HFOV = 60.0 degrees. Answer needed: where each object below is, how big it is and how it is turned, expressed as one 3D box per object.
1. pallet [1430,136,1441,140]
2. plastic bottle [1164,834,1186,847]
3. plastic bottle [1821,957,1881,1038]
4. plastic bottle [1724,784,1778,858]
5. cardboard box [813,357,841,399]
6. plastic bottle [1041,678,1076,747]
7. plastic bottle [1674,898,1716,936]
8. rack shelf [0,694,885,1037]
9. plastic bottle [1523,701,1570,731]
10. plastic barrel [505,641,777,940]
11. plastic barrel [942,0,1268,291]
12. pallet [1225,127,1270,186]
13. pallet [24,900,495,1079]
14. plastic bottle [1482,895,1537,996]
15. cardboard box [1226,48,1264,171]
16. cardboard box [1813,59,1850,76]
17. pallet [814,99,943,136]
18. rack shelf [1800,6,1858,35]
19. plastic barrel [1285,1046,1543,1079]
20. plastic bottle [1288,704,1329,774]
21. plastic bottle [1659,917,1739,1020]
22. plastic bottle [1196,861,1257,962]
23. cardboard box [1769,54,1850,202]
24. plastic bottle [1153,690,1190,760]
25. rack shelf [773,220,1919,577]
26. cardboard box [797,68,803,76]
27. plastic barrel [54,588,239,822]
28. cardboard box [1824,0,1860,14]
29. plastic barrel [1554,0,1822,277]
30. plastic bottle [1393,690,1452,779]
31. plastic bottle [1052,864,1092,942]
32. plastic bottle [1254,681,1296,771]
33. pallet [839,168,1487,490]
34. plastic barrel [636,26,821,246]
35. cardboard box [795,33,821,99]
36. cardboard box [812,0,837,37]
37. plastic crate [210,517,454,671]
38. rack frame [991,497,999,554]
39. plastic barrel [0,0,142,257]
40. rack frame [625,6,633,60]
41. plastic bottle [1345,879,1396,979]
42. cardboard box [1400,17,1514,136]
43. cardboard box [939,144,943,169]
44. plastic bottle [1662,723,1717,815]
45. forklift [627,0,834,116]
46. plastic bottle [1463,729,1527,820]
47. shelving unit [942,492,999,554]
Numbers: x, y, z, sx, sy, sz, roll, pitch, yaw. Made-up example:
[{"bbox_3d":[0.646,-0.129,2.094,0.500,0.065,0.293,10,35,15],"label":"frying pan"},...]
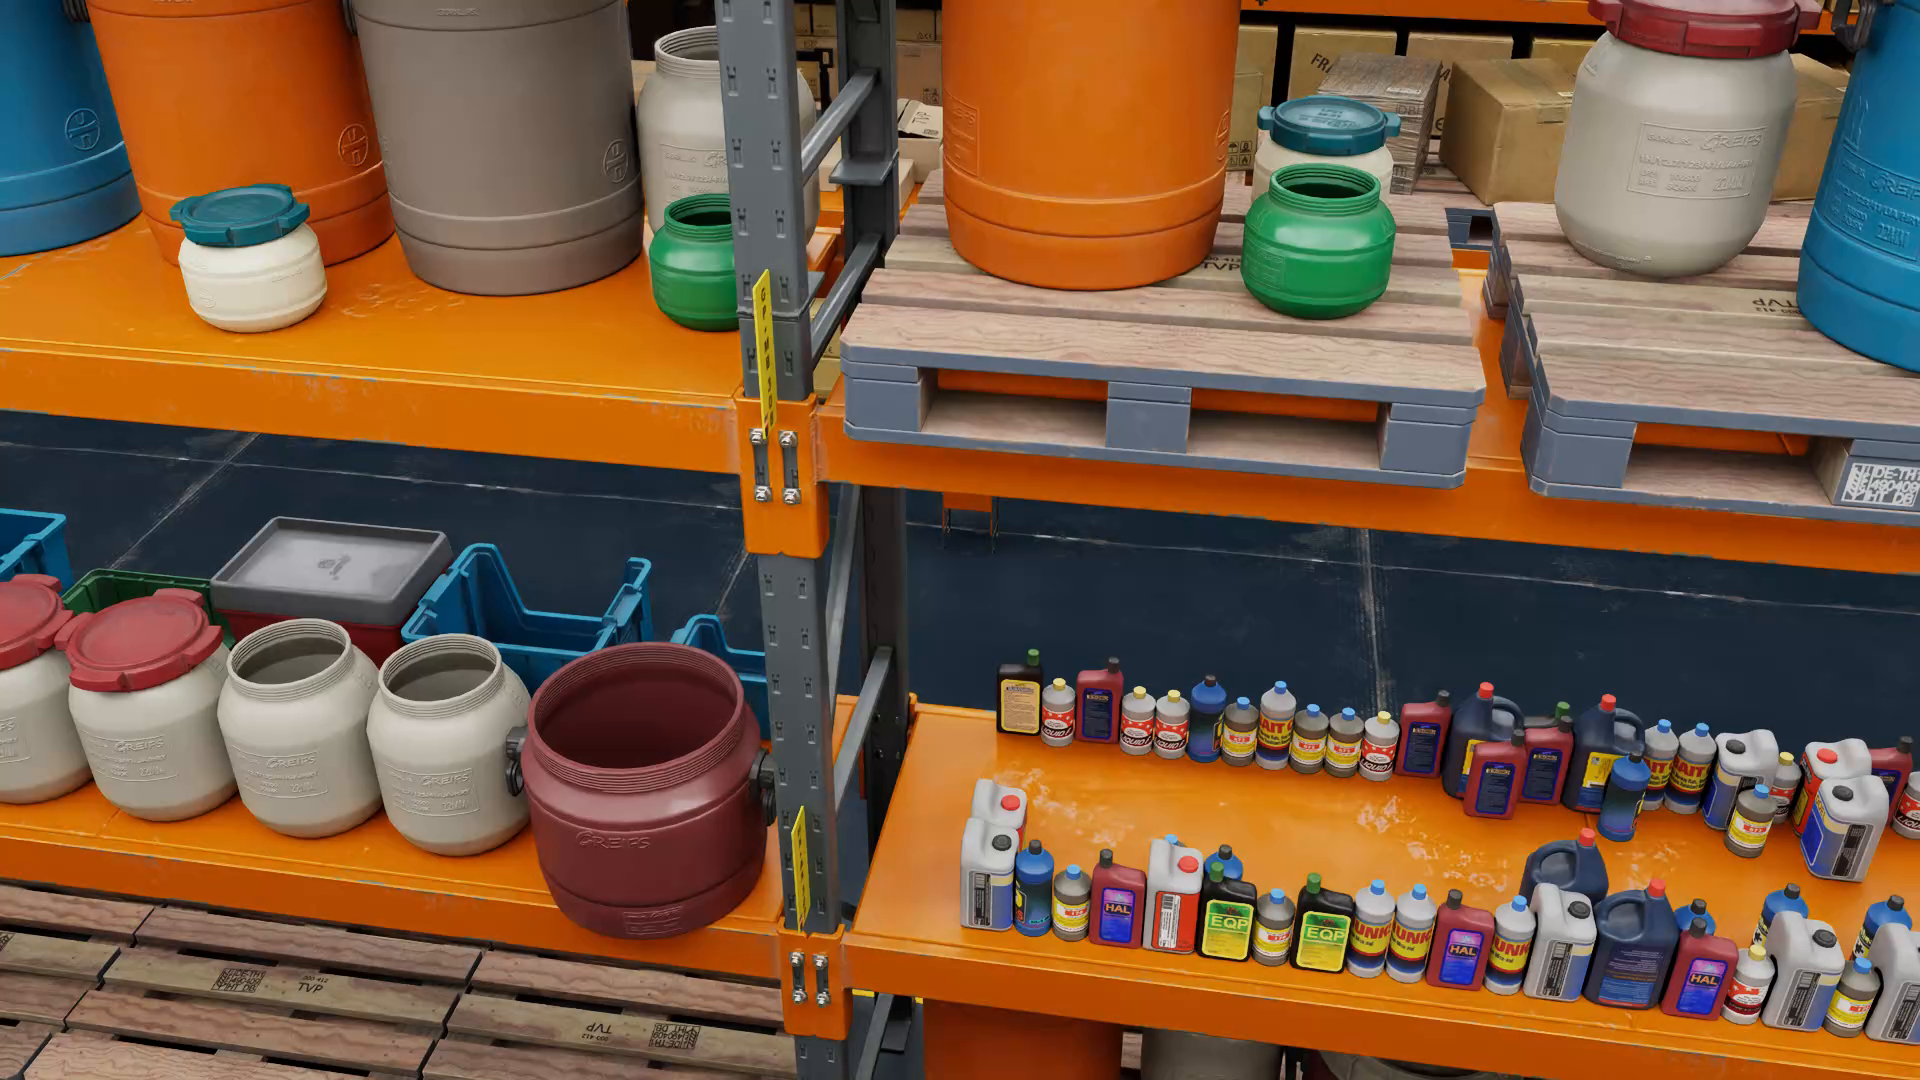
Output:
[{"bbox_3d":[3.334,-3.204,13.170,1.213,0.211,1.003,5,32,8],"label":"pallet"},{"bbox_3d":[0.535,0.842,4.265,0.097,0.201,0.097,0,32,0],"label":"plastic bottle"},{"bbox_3d":[2.095,1.065,3.909,0.097,0.201,0.097,0,32,0],"label":"plastic bottle"},{"bbox_3d":[2.111,0.740,4.428,0.097,0.201,0.097,0,32,0],"label":"plastic bottle"},{"bbox_3d":[-0.528,-0.991,9.202,0.500,0.250,0.500,5,32,8],"label":"cardboard box"},{"bbox_3d":[0.285,0.492,4.823,0.097,0.201,0.097,0,32,0],"label":"plastic bottle"},{"bbox_3d":[1.745,0.971,3.993,0.097,0.271,0.097,0,32,0],"label":"plastic bottle"},{"bbox_3d":[-2.268,0.702,4.980,4.000,0.370,1.077,5,32,8],"label":"rack shelf"},{"bbox_3d":[1.615,0.568,4.625,0.133,0.283,0.061,5,32,8],"label":"plastic bottle"},{"bbox_3d":[-0.805,0.635,4.281,0.708,0.536,0.600,5,32,8],"label":"plastic barrel"},{"bbox_3d":[0.263,-1.004,3.399,0.708,0.830,0.600,5,32,8],"label":"plastic barrel"},{"bbox_3d":[1.221,-1.910,8.655,1.003,0.211,1.213,5,32,8],"label":"pallet"},{"bbox_3d":[-2.252,1.558,5.562,1.213,0.211,1.003,5,32,8],"label":"pallet"},{"bbox_3d":[1.324,0.965,4.002,0.097,0.271,0.097,0,32,0],"label":"plastic bottle"},{"bbox_3d":[1.181,-2.238,8.508,0.500,0.500,0.700,-5,32,-8],"label":"cardboard box"},{"bbox_3d":[6.340,-3.396,12.197,0.250,0.149,0.380,6,33,10],"label":"cardboard box"},{"bbox_3d":[-0.599,-3.605,13.810,1.213,0.211,1.003,5,32,8],"label":"pallet"},{"bbox_3d":[7.285,-3.766,12.117,4.000,0.370,1.077,5,32,8],"label":"rack shelf"},{"bbox_3d":[1.302,1.555,4.815,0.708,0.588,0.600,5,32,8],"label":"plastic barrel"},{"bbox_3d":[0.992,0.556,4.721,0.097,0.201,0.097,0,32,0],"label":"plastic bottle"},{"bbox_3d":[1.750,1.009,3.921,0.133,0.283,0.061,5,32,8],"label":"plastic bottle"},{"bbox_3d":[0.656,0.910,4.080,0.133,0.283,0.061,5,32,8],"label":"plastic bottle"},{"bbox_3d":[4.054,-2.038,8.188,0.500,0.500,0.700,-5,32,-8],"label":"cardboard box"},{"bbox_3d":[0.608,0.522,4.777,0.097,0.201,0.097,0,32,0],"label":"plastic bottle"},{"bbox_3d":[1.675,-0.213,3.613,4.000,0.370,1.077,5,32,8],"label":"rack shelf"},{"bbox_3d":[-1.116,-2.199,8.841,0.500,0.500,0.500,3,32,6],"label":"cardboard box"},{"bbox_3d":[-2.183,0.465,4.552,0.433,0.535,0.433,0,32,0],"label":"plastic barrel"},{"bbox_3d":[6.564,-4.251,11.932,0.700,0.700,0.980,4,32,7],"label":"cardboard box"},{"bbox_3d":[1.477,-0.852,3.433,0.433,0.535,0.433,0,32,0],"label":"plastic barrel"},{"bbox_3d":[1.301,0.540,4.670,0.133,0.283,0.061,5,32,8],"label":"plastic bottle"},{"bbox_3d":[0.282,0.901,4.171,0.097,0.201,0.097,0,32,0],"label":"plastic bottle"},{"bbox_3d":[0.896,0.518,4.716,0.097,0.271,0.097,0,32,0],"label":"plastic bottle"},{"bbox_3d":[0.441,-0.497,3.567,1.213,0.211,1.003,5,32,8],"label":"pallet"},{"bbox_3d":[-0.551,-0.931,3.978,0.421,0.512,0.421,0,32,0],"label":"plastic barrel"},{"bbox_3d":[-1.326,-4.013,13.776,0.500,0.500,0.700,5,32,7],"label":"cardboard box"},{"bbox_3d":[-0.896,-4.269,13.477,0.500,0.250,0.500,4,32,7],"label":"cardboard box"},{"bbox_3d":[-1.838,0.244,4.973,0.583,0.464,0.402,5,32,8],"label":"plastic crate"},{"bbox_3d":[0.173,-0.429,7.946,0.008,1.050,0.200,5,32,8],"label":"rack frame"},{"bbox_3d":[-2.412,-1.217,4.067,0.708,0.901,0.600,5,32,8],"label":"plastic barrel"},{"bbox_3d":[-2.572,-4.963,13.352,0.127,3.000,1.000,5,32,8],"label":"rack frame"},{"bbox_3d":[1.001,0.936,4.049,0.097,0.271,0.097,0,32,0],"label":"plastic bottle"},{"bbox_3d":[3.774,-3.584,12.778,0.750,0.750,0.750,6,33,10],"label":"cardboard box"},{"bbox_3d":[0.190,-2.032,8.754,0.500,0.311,0.500,7,33,11],"label":"cardboard box"},{"bbox_3d":[2.003,0.618,4.556,0.097,0.271,0.097,0,32,0],"label":"plastic bottle"},{"bbox_3d":[-1.226,-3.046,10.354,3.031,2.935,1.130,5,32,8],"label":"forklift"},{"bbox_3d":[1.459,0.632,4.524,0.133,0.283,0.061,5,32,8],"label":"plastic bottle"},{"bbox_3d":[0.053,-0.440,7.964,0.252,1.050,0.215,5,32,8],"label":"shelving unit"}]
